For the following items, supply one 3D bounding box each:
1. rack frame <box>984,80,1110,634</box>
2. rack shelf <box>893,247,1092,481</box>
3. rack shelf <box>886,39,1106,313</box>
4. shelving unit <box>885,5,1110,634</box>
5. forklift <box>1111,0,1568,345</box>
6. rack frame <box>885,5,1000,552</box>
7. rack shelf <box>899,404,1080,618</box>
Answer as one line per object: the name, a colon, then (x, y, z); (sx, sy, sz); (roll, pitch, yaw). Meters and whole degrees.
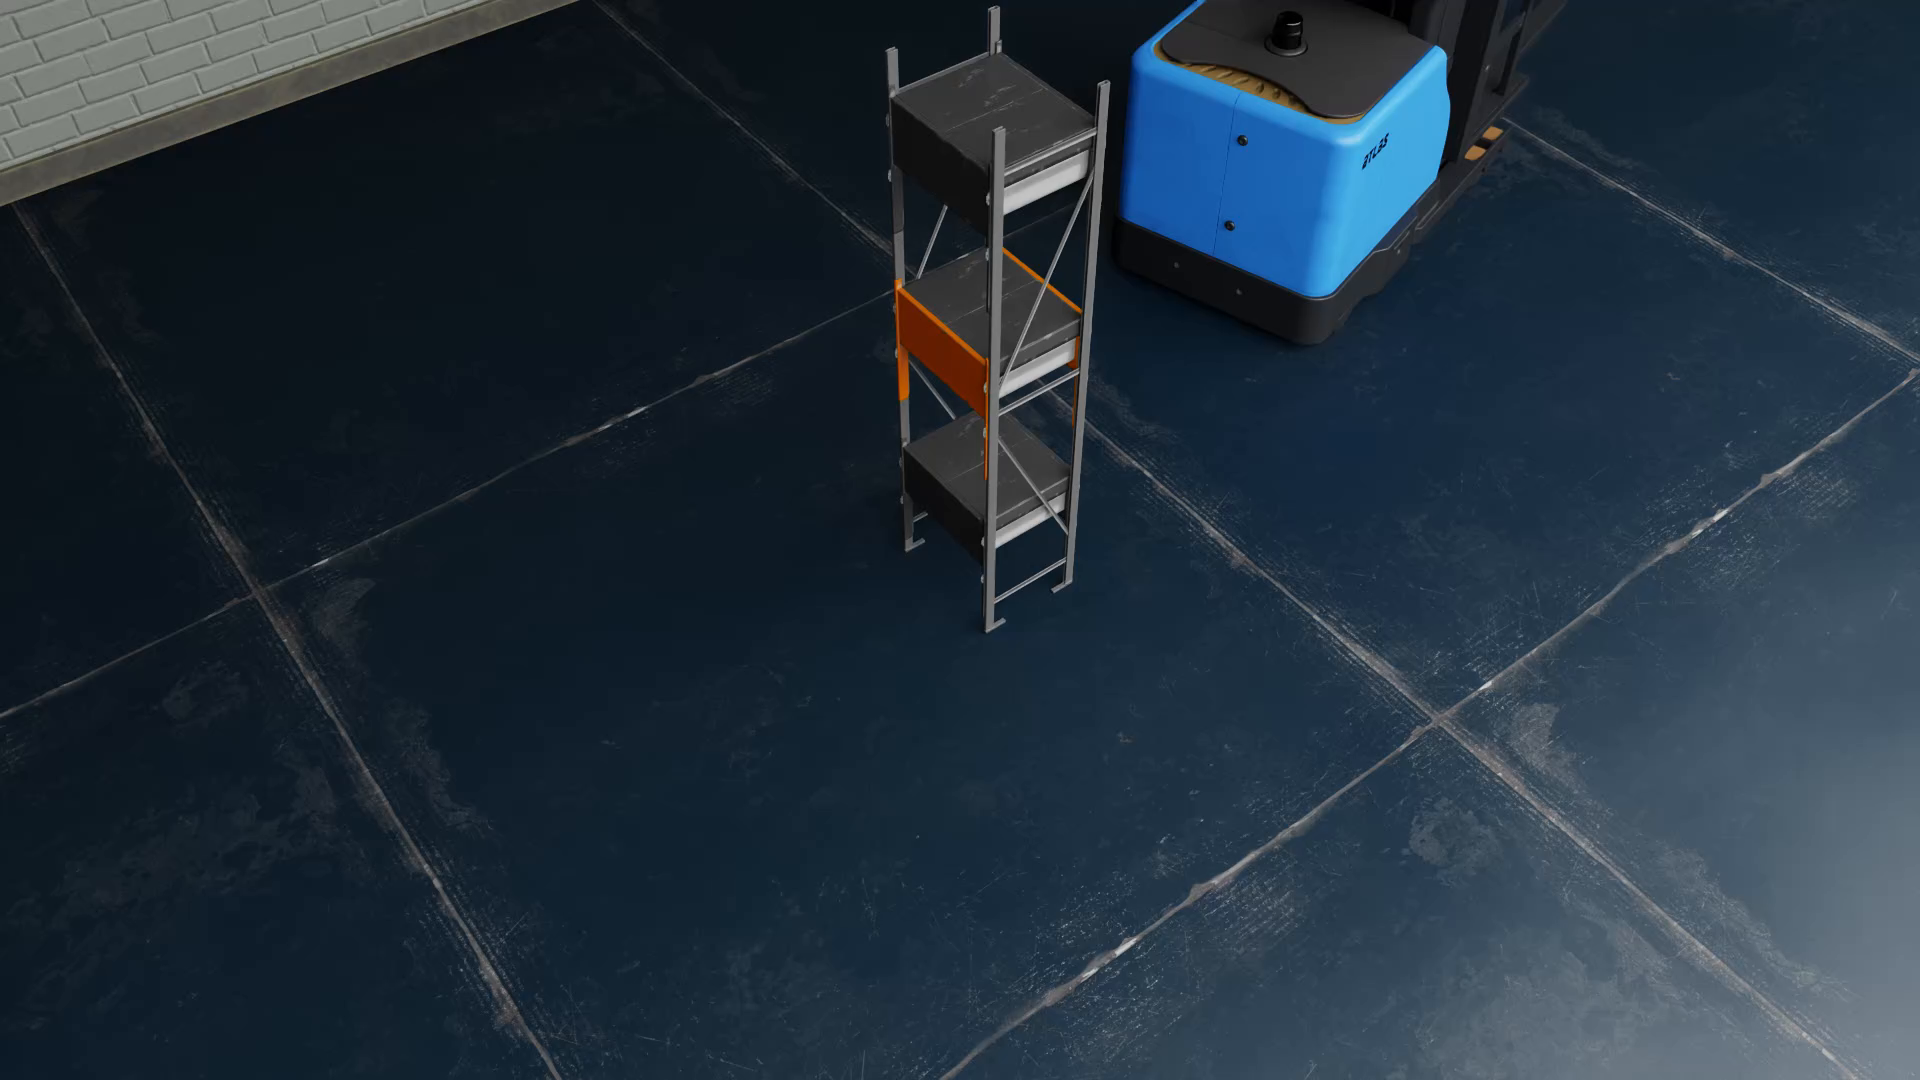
rack frame: (0.248, -0.464, 5.253); (0.400, 2.100, 0.015); (-29, 54, -24)
rack shelf: (0.100, -0.598, 5.394); (0.431, 0.518, 0.480); (-29, 54, -24)
rack shelf: (0.100, -1.069, 4.875); (0.431, 0.518, 0.480); (-29, 54, -24)
shelving unit: (0.100, -0.608, 5.384); (0.431, 2.100, 0.503); (-29, 54, -24)
forklift: (1.934, -2.847, 6.853); (1.130, 2.935, 3.031); (28, 54, 23)
rack frame: (-0.048, -0.752, 5.514); (0.400, 2.100, 0.015); (-29, 54, -24)
rack shelf: (0.100, -0.128, 5.912); (0.431, 0.518, 0.480); (-29, 54, -24)
